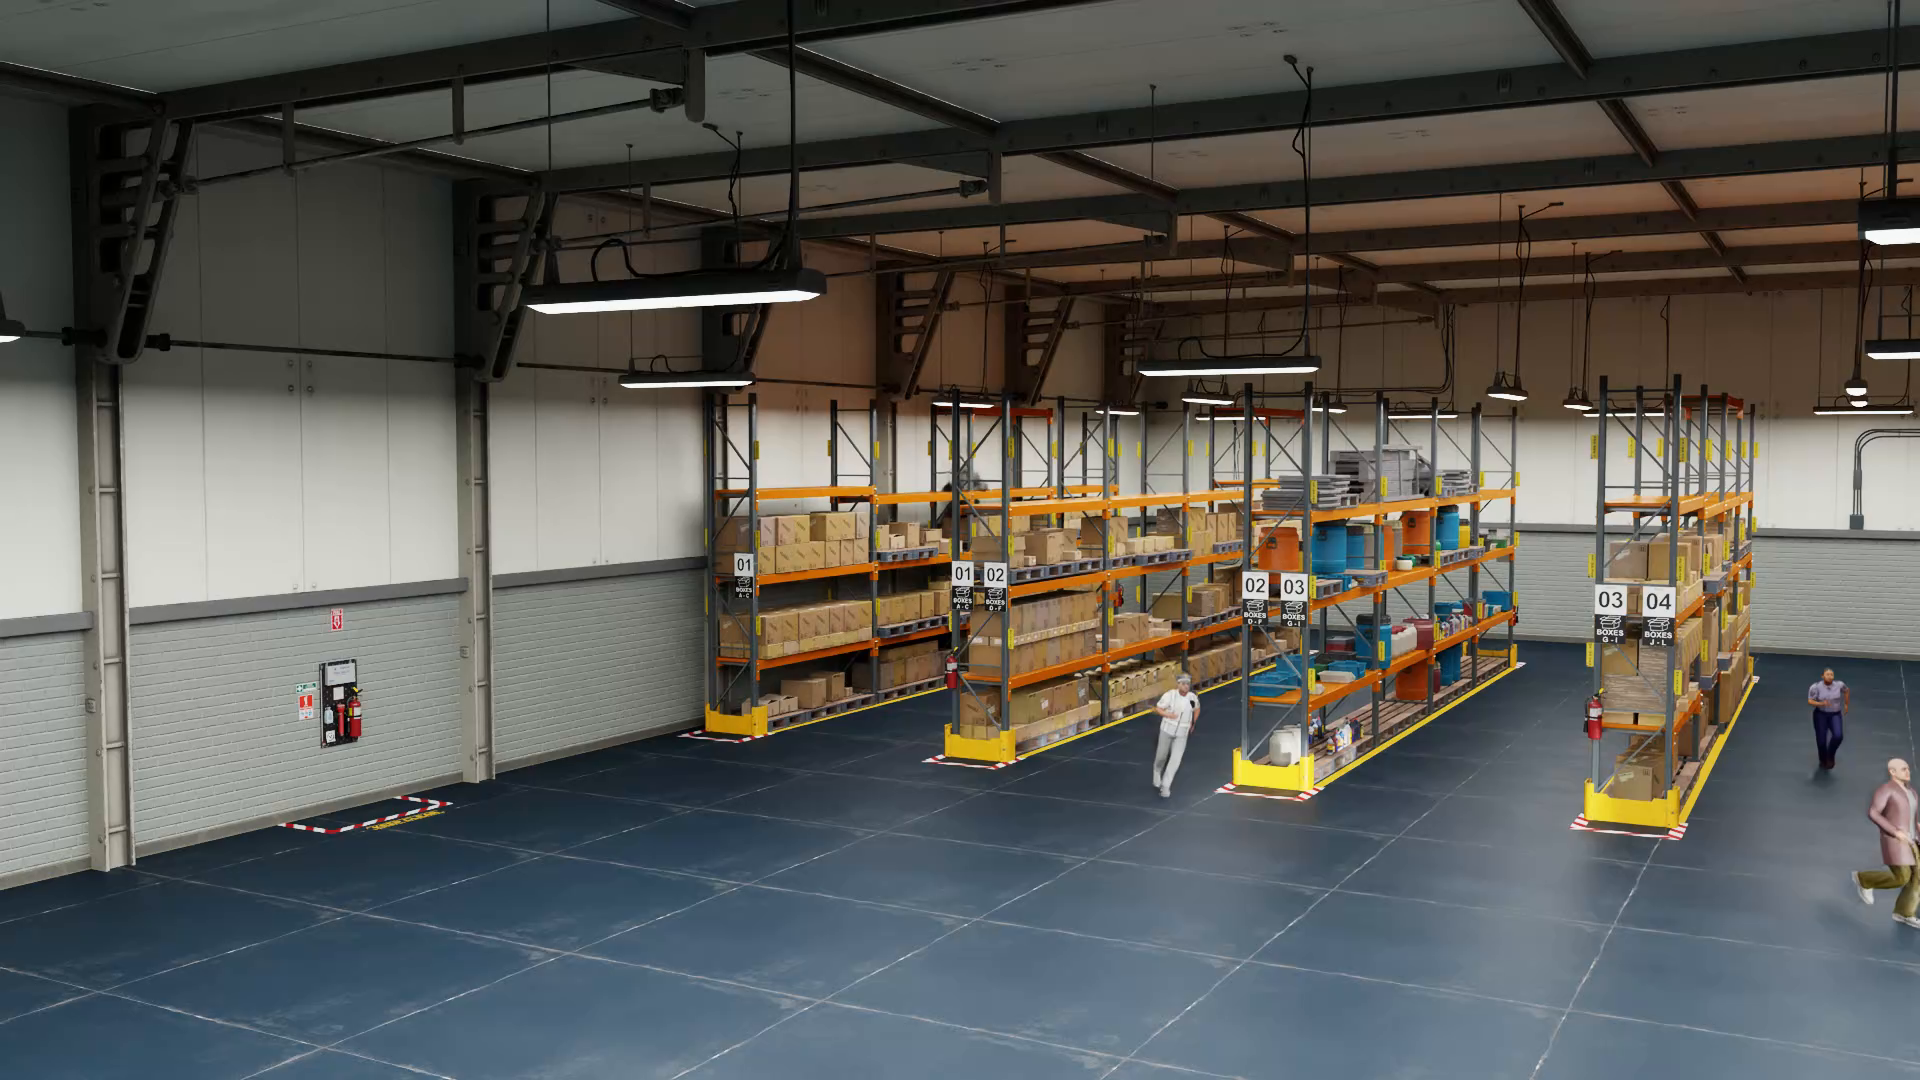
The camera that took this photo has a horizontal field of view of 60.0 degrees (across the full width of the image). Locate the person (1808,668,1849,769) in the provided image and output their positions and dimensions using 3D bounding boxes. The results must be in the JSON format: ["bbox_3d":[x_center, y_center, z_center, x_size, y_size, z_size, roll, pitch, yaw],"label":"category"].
[{"bbox_3d":[13.544,2.779,25.919,0.637,1.599,0.757,1,3,16],"label":"person"}]

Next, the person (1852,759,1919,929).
[{"bbox_3d":[9.927,3.187,17.662,0.710,1.751,0.782,-2,3,-28],"label":"person"}]

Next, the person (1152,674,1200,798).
[{"bbox_3d":[3.184,2.819,24.311,0.686,1.763,0.915,0,3,3],"label":"person"}]
